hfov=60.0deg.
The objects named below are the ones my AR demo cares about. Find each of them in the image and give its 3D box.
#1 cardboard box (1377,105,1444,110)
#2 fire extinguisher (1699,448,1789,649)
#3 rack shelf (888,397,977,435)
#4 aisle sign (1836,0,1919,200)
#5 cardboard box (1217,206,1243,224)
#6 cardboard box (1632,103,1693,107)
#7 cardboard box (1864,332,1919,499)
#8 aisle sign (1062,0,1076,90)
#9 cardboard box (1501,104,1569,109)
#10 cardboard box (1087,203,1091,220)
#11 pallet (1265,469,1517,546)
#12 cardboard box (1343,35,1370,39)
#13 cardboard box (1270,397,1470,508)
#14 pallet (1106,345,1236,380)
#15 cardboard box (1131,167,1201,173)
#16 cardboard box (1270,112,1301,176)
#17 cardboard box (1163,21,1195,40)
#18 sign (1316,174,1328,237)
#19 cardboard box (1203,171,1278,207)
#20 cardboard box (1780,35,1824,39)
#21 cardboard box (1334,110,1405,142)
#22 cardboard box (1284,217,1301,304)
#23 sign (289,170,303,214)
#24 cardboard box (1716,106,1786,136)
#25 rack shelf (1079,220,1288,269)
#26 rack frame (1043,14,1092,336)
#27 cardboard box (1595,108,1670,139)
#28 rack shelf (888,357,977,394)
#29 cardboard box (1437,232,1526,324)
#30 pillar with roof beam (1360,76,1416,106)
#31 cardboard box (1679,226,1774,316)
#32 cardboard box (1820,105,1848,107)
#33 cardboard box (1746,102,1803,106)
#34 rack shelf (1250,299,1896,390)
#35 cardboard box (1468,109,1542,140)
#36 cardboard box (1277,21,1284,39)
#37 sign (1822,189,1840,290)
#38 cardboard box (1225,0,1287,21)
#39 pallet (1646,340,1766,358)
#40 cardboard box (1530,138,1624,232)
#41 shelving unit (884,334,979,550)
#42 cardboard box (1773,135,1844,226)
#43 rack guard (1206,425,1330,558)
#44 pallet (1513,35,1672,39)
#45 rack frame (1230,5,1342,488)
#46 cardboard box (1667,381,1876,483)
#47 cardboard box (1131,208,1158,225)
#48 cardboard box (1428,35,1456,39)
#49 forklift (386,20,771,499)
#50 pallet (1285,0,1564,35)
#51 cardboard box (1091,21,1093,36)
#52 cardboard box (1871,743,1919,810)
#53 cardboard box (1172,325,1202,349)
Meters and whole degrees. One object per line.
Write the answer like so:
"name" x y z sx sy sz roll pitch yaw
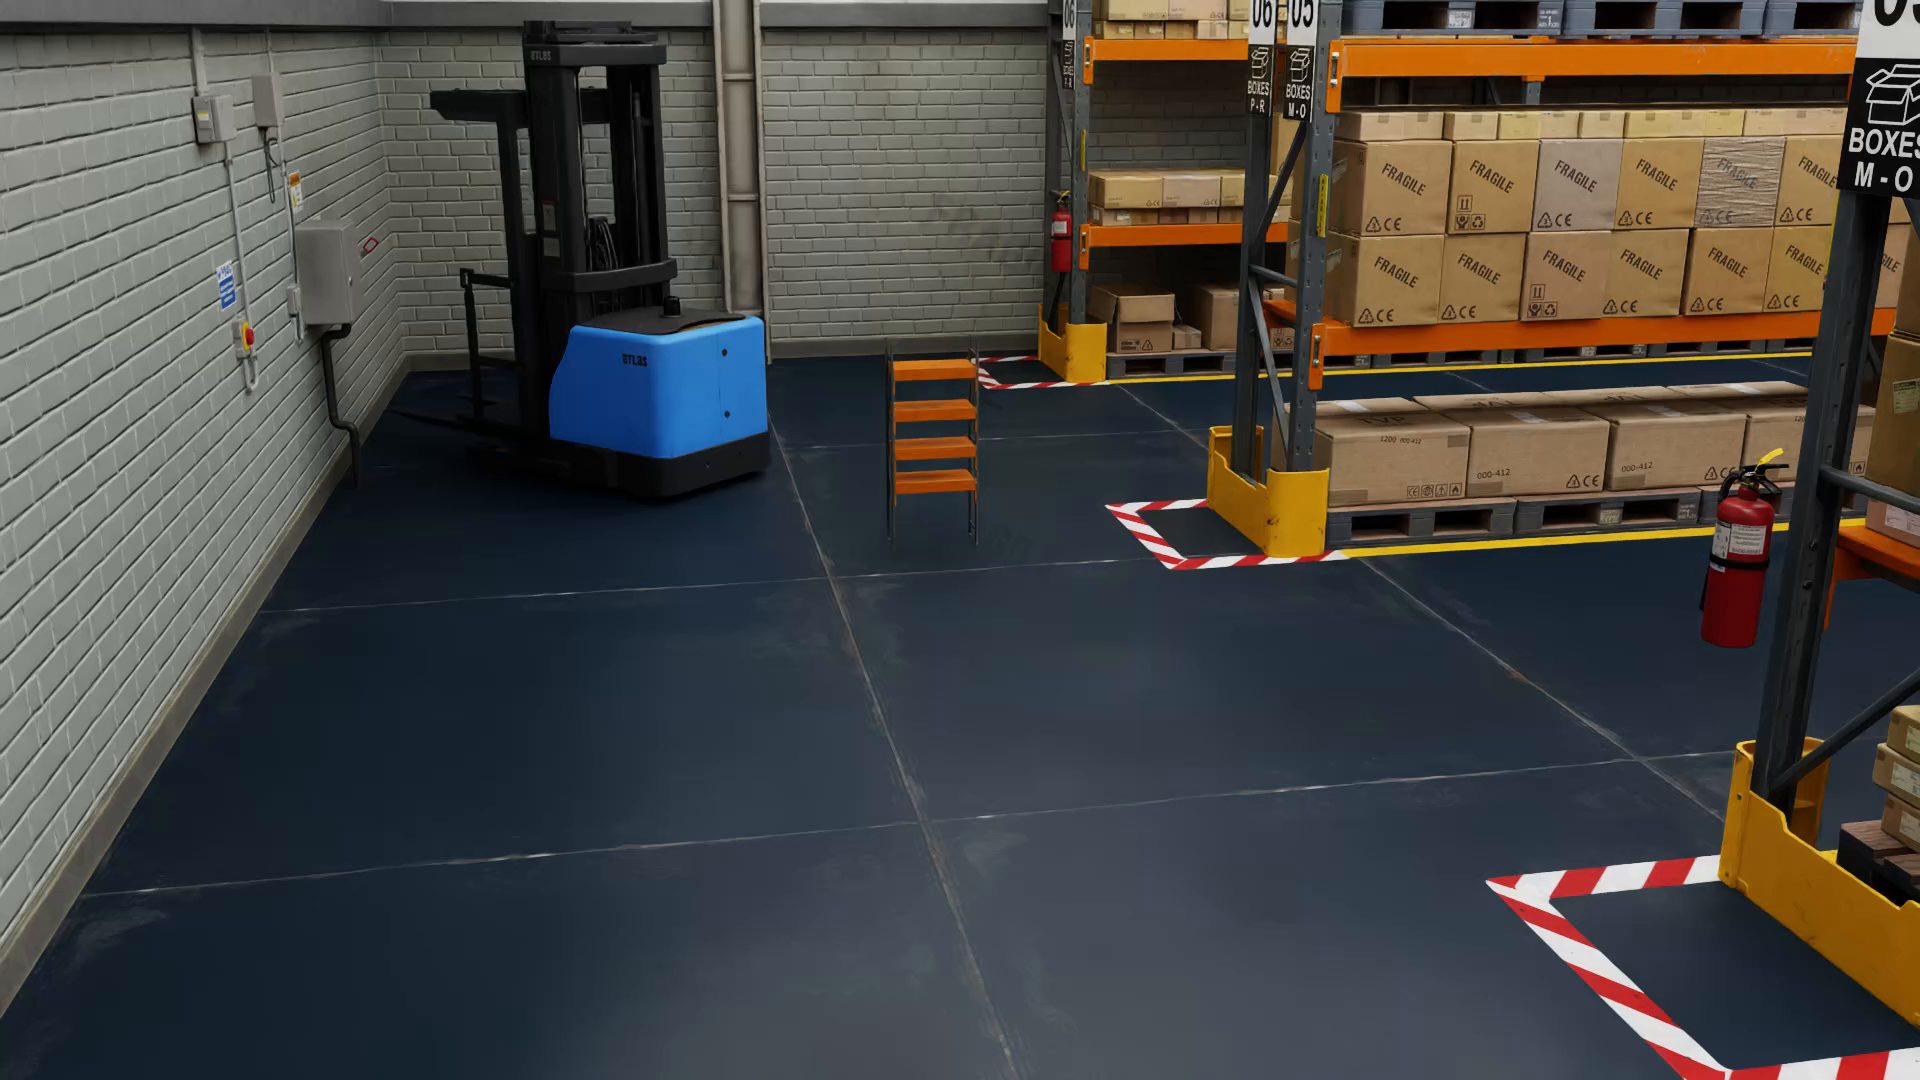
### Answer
"cardboard box" 2.645 -2.479 9.797 0.250 0.149 0.380 -3 17 -11
"fire extinguisher" 2.552 0.012 5.432 0.183 0.674 0.296 -3 17 -10
"rack shelf" -0.163 -0.714 9.560 0.480 0.148 0.258 -3 17 -10
"aisle sign" 2.759 -1.410 4.865 0.004 0.787 0.394 -3 17 -10
"cardboard box" 2.290 -2.821 14.315 0.250 0.149 0.380 -3 17 -10
"cardboard box" 4.173 -2.536 9.982 0.250 0.149 0.380 -3 17 -11
"cardboard box" 3.280 -0.374 5.243 0.500 0.500 0.500 -3 17 -9
"aisle sign" 0.892 -4.091 13.594 0.004 0.787 0.394 -3 17 -10
"cardboard box" 3.406 -2.506 9.885 0.250 0.149 0.380 -3 17 -9
"cardboard box" 1.178 -2.912 14.613 0.250 0.149 0.380 -3 17 -11
"pallet" 2.619 -0.240 10.234 1.213 0.211 1.003 -3 17 -10
"cardboard box" 3.271 -4.308 14.049 0.250 0.149 0.380 -3 17 -10
"cardboard box" 2.478 -0.548 10.134 0.875 0.438 0.875 -4 17 -12
"pallet" 1.761 -1.652 14.833 1.213 0.211 1.003 -3 17 -10
"cardboard box" 1.811 -3.138 14.667 0.500 0.250 0.500 -3 17 -10
"cardboard box" 2.873 -3.397 14.234 0.500 0.500 0.500 -3 17 -9
"cardboard box" 1.768 -4.233 13.803 0.250 0.149 0.380 -3 17 -10
"sign" 1.948 -1.797 8.945 0.005 0.325 0.100 -3 17 -10
"cardboard box" 2.392 -3.012 14.258 0.500 0.250 0.500 -4 17 -11
"cardboard box" 7.316 -4.590 14.793 0.500 0.250 0.500 -3 17 -10
"cardboard box" 2.250 -2.282 9.154 0.250 0.149 0.380 -3 17 -9
"cardboard box" 2.272 -1.657 9.927 0.500 0.500 0.500 -3 17 -10
"sign" -4.131 -2.166 10.349 0.001 0.242 0.339 -3 17 -10
"cardboard box" 4.524 -2.418 9.596 0.250 0.149 0.380 -3 17 -11
"rack shelf" 2.867 -2.704 14.732 4.000 0.370 1.077 -3 17 -10
"rack frame" 0.904 -2.937 14.264 0.127 3.000 1.000 -3 17 -10
"cardboard box" 3.781 -2.356 9.395 0.250 0.149 0.380 -4 17 -12
"rack shelf" -0.163 -0.940 9.490 0.480 0.148 0.258 -3 17 -10
"cardboard box" 2.866 -1.534 9.527 0.500 0.500 0.500 -3 17 -11
"pillar with roof beam" 4.793 -5.007 10.788 0.400 9.000 9.100 -3 17 -10
"cardboard box" 4.374 -1.615 9.789 0.500 0.500 0.500 -4 17 -11
"cardboard box" 5.255 -2.472 9.774 0.250 0.149 0.380 -3 17 -9
"cardboard box" 4.925 -2.577 10.113 0.250 0.149 0.380 -3 17 -11
"rack shelf" 3.813 -1.273 10.074 4.000 0.370 1.077 -3 17 -10
"cardboard box" 3.026 -2.318 9.272 0.250 0.149 0.380 -4 17 -12
"cardboard box" 2.519 -4.265 13.908 0.250 0.149 0.380 -3 17 -11
"sign" 2.802 -0.950 5.286 0.005 0.325 0.100 -3 17 -10
"cardboard box" 2.391 -4.446 13.819 0.500 0.250 0.500 -4 17 -12
"pallet" 6.823 -1.952 15.806 1.213 0.211 1.003 -3 17 -10
"cardboard box" 3.384 -2.038 9.465 0.500 0.500 0.500 -3 17 -11
"shelving unit" -0.163 -0.564 9.606 0.503 1.200 0.258 -3 17 -10
"cardboard box" 4.866 -2.123 9.741 0.500 0.500 0.500 -3 17 -11
"rack guard" 1.825 -0.310 9.969 0.348 0.500 1.175 -3 17 -10
"pallet" 5.485 -4.520 14.629 1.003 0.211 1.213 -3 17 -10
"rack frame" 1.849 -1.506 9.606 0.127 3.000 1.000 -3 17 -10
"cardboard box" 5.140 -0.701 10.633 0.875 0.438 0.875 -3 17 -11
"cardboard box" 1.519 -2.783 14.193 0.250 0.149 0.380 -3 17 -9
"cardboard box" 4.028 -4.343 14.161 0.250 0.149 0.380 -3 17 -9
"forklift" -2.775 -1.976 11.254 3.031 2.935 1.130 12 21 33
"pallet" 2.575 -2.942 9.323 1.213 0.211 1.003 -3 17 -10
"cardboard box" 1.174 -4.335 14.136 0.250 0.149 0.380 -3 17 -9
"cardboard box" 3.351 0.824 5.655 0.250 0.149 0.380 -4 17 -12
"cardboard box" 1.947 -1.794 14.683 0.250 0.149 0.380 -4 18 -13
